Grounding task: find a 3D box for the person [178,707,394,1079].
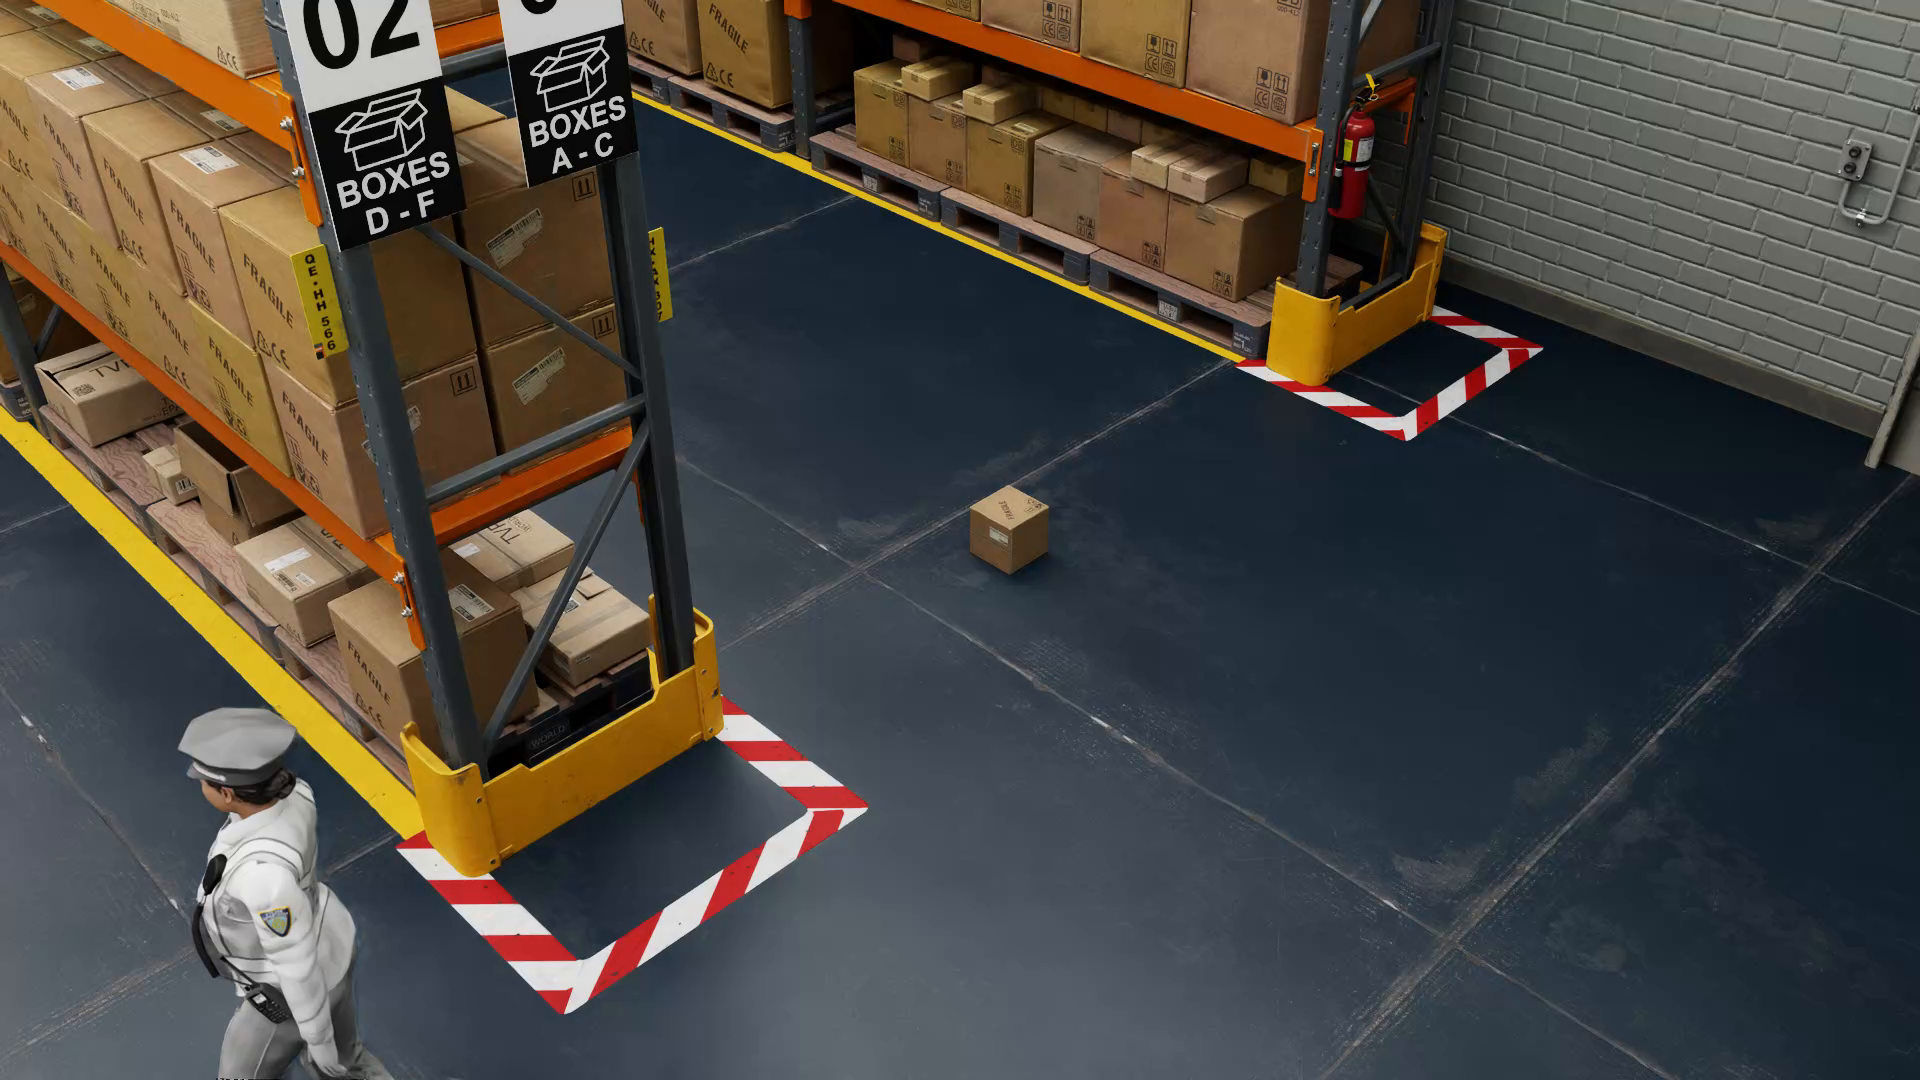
[{"bbox_3d":[-1.806,1.205,4.468,0.468,1.697,0.544,-6,36,-8],"label":"person"}]
